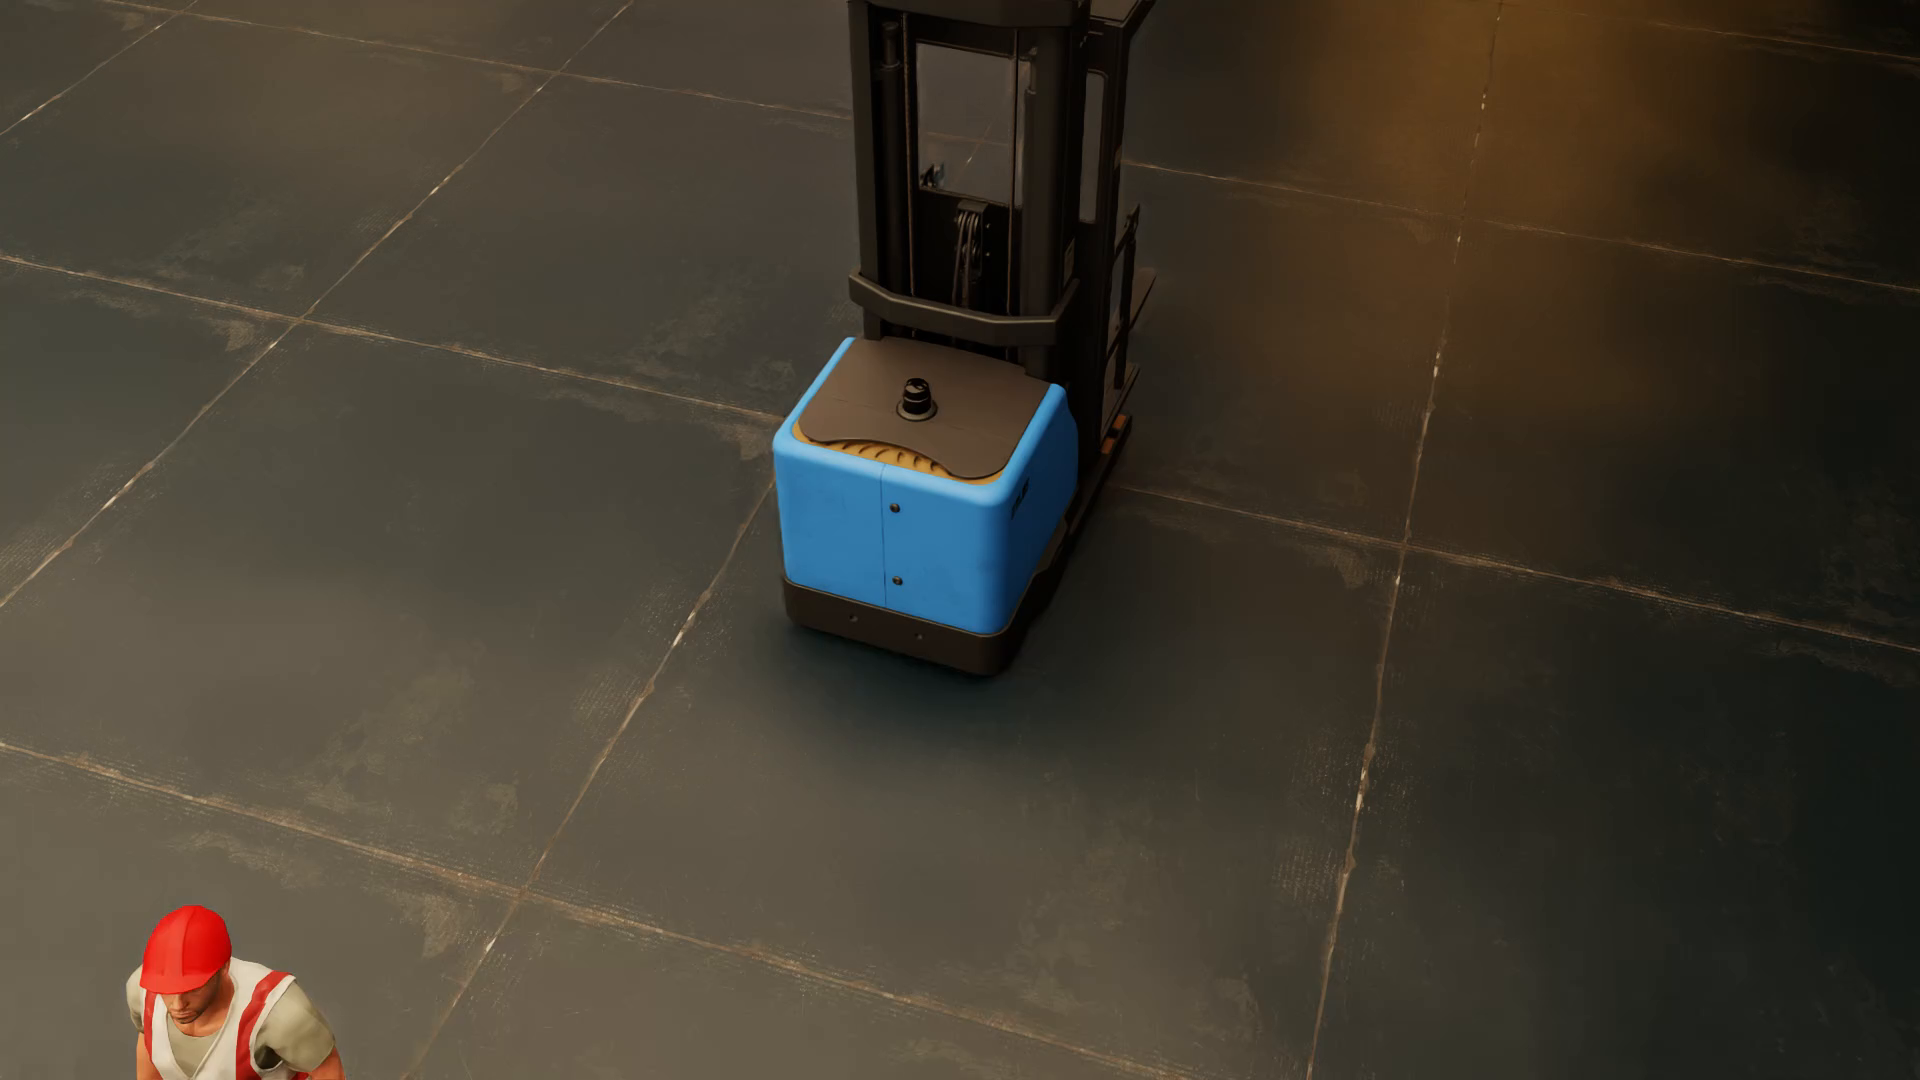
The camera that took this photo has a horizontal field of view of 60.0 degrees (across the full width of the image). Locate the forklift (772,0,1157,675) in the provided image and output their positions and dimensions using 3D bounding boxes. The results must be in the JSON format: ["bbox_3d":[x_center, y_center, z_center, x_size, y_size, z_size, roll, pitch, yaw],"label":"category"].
[{"bbox_3d":[0.220,-1.511,7.313,1.130,2.935,3.031,15,45,15],"label":"forklift"}]

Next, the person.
[{"bbox_3d":[-2.040,1.702,4.687,0.637,1.787,0.564,6,43,7],"label":"person"}]
